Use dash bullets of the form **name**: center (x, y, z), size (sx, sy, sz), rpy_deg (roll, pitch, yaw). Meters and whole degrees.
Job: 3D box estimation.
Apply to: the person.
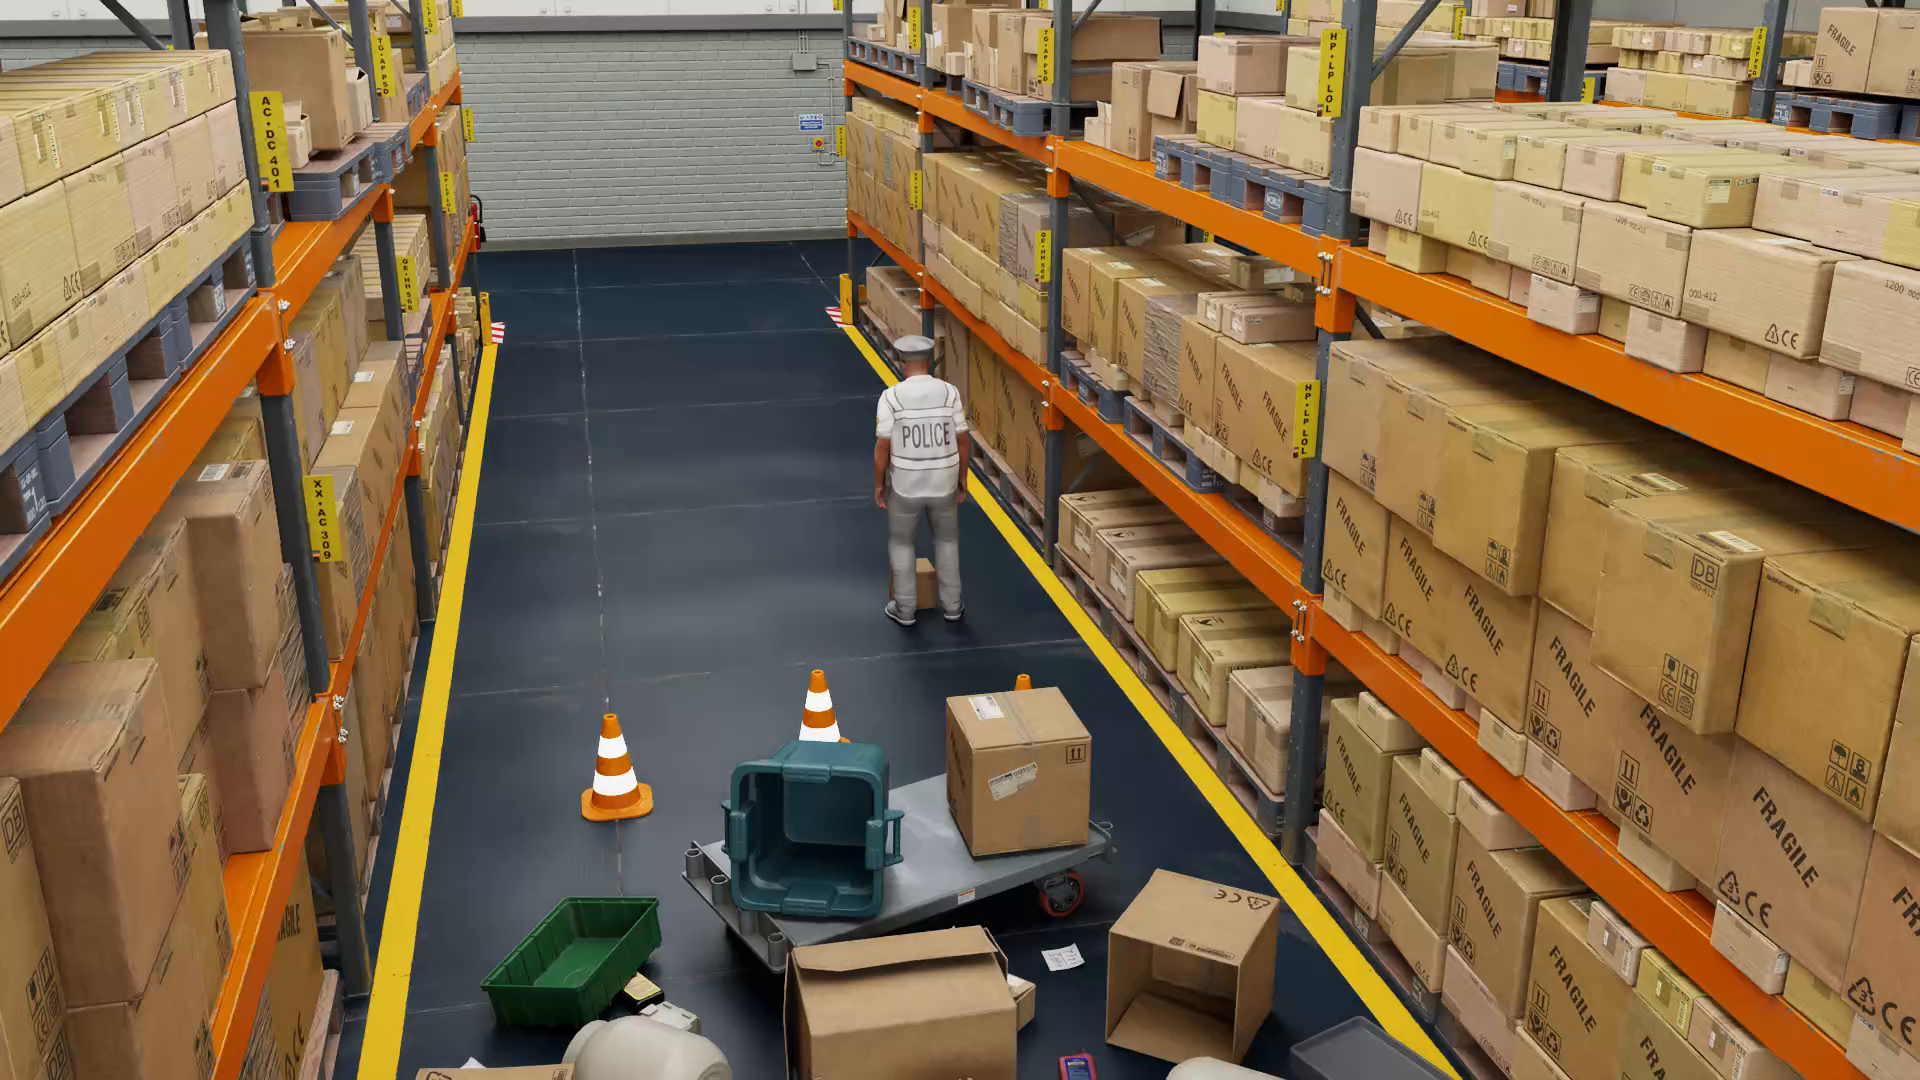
- **person**: center (-0.227, -0.339, 10.015), size (0.586, 1.748, 0.439), rpy_deg (-4, 20, -12)
